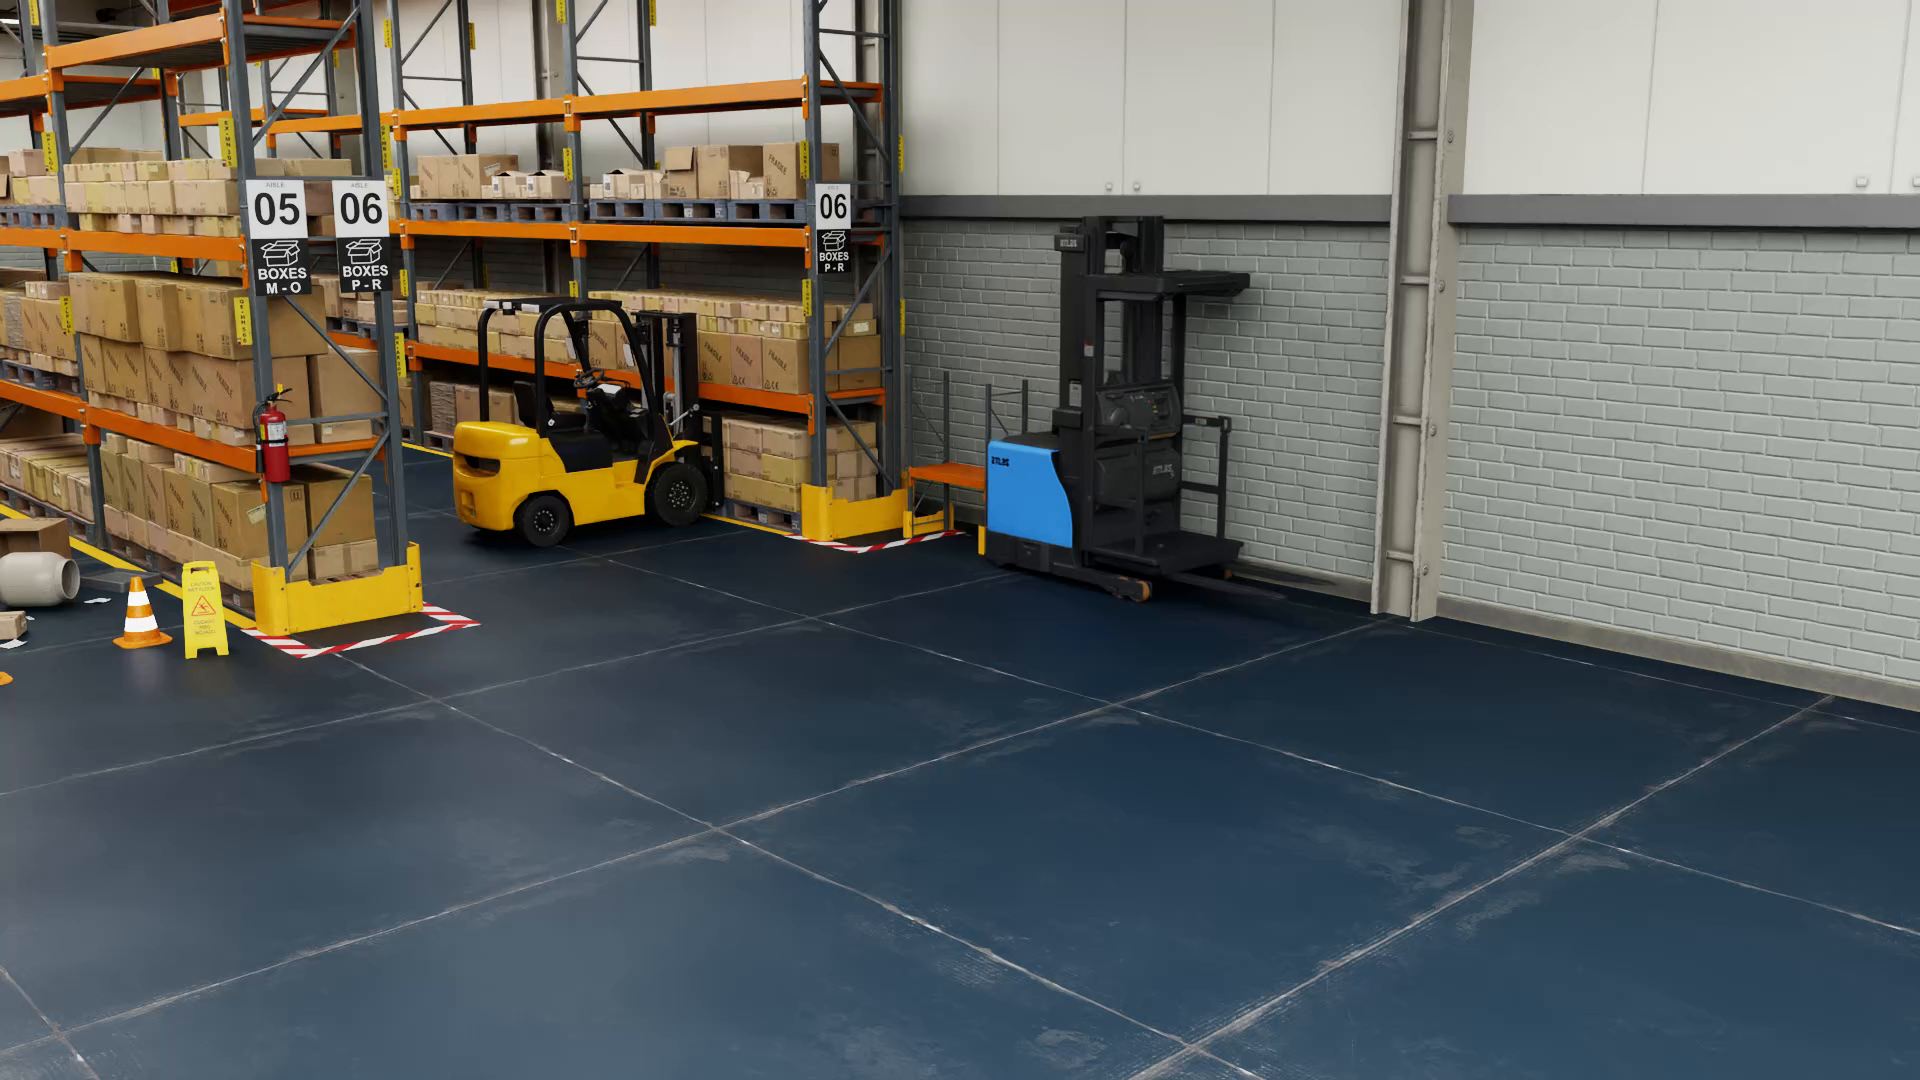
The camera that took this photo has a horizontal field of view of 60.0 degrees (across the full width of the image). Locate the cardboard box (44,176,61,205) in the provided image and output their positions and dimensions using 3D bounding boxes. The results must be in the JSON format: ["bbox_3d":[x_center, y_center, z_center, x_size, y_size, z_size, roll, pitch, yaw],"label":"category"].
[{"bbox_3d":[-7.822,-3.119,14.852,0.500,0.250,0.500,-11,16,-44],"label":"cardboard box"}]

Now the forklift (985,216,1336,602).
[{"bbox_3d":[1.576,-1.069,13.174,1.130,2.935,3.031,-10,15,-41],"label":"forklift"}]

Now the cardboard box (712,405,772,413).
[{"bbox_3d":[-2.194,-1.229,17.076,0.500,0.250,0.500,-11,16,-44],"label":"cardboard box"}]

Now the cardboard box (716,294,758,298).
[{"bbox_3d":[-2.275,-2.420,16.970,0.380,0.149,0.250,-10,15,-41],"label":"cardboard box"}]

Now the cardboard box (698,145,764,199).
[{"bbox_3d":[-2.081,-3.528,15.970,0.700,0.500,0.500,-11,16,-42],"label":"cardboard box"}]

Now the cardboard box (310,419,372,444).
[{"bbox_3d":[-4.637,-0.824,12.439,0.380,0.149,0.250,-11,16,-42],"label":"cardboard box"}]

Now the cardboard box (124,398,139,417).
[{"bbox_3d":[-6.766,-1.134,13.942,0.380,0.149,0.250,-10,15,-41],"label":"cardboard box"}]

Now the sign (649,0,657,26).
[{"bbox_3d":[-3.309,-5.692,17.869,0.100,0.325,0.005,-11,16,-43],"label":"sign"}]

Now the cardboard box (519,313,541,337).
[{"bbox_3d":[-4.611,-2.426,18.726,0.500,0.250,0.500,11,16,44],"label":"cardboard box"}]

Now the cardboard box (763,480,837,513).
[{"bbox_3d":[-1.518,-0.444,15.747,0.500,0.250,0.500,-11,16,-42],"label":"cardboard box"}]

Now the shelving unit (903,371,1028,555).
[{"bbox_3d":[0.053,-0.723,15.045,0.587,1.500,1.083,-11,16,-43],"label":"shelving unit"}]

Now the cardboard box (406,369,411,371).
[{"bbox_3d":[-7.374,-2.144,21.772,0.250,0.149,0.380,11,16,43],"label":"cardboard box"}]

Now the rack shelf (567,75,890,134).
[{"bbox_3d":[-2.346,-4.243,16.317,1.077,0.370,4.000,-11,16,-43],"label":"rack shelf"}]

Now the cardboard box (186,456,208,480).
[{"bbox_3d":[-5.767,-0.575,12.913,0.380,0.149,0.250,-11,16,-42],"label":"cardboard box"}]

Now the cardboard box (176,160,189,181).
[{"bbox_3d":[-5.641,-2.772,12.485,0.380,0.149,0.250,-11,16,-43],"label":"cardboard box"}]

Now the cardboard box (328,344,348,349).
[{"bbox_3d":[-5.038,-1.246,12.881,0.500,0.500,0.500,-10,15,-41],"label":"cardboard box"}]

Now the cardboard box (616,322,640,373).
[{"bbox_3d":[-3.238,-2.019,17.368,0.500,0.500,0.500,-11,16,-42],"label":"cardboard box"}]

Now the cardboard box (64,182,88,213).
[{"bbox_3d":[-7.208,-2.891,14.052,0.500,0.250,0.500,-11,16,-44],"label":"cardboard box"}]

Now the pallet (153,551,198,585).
[{"bbox_3d":[-5.978,0.184,13.832,1.003,0.211,1.213,-11,16,-43],"label":"pallet"}]

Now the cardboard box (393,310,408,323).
[{"bbox_3d":[-7.220,-2.854,21.249,0.380,0.149,0.250,-11,16,-42],"label":"cardboard box"}]

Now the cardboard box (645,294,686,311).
[{"bbox_3d":[-2.991,-2.422,16.978,0.380,0.149,0.250,-11,16,-43],"label":"cardboard box"}]

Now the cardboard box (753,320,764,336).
[{"bbox_3d":[-1.739,-2.019,15.760,0.380,0.149,0.250,-11,16,-42],"label":"cardboard box"}]

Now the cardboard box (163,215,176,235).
[{"bbox_3d":[-5.865,-2.419,12.745,0.250,0.149,0.380,11,16,44],"label":"cardboard box"}]

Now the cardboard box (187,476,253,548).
[{"bbox_3d":[-5.657,-0.251,12.951,0.500,0.500,0.500,-10,15,-40],"label":"cardboard box"}]

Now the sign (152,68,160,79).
[{"bbox_3d":[-12.406,-7.255,25.652,0.100,0.325,0.005,-11,16,-43],"label":"sign"}]

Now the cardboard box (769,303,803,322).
[{"bbox_3d":[-1.557,-2.128,15.552,0.380,0.149,0.250,-11,16,-42],"label":"cardboard box"}]

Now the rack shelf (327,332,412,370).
[{"bbox_3d":[-7.870,-2.668,22.549,1.077,0.370,4.000,-11,16,-43],"label":"rack shelf"}]

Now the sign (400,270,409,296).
[{"bbox_3d":[-6.875,-3.180,20.577,0.100,0.325,0.005,-11,16,-43],"label":"sign"}]

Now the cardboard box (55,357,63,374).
[{"bbox_3d":[-8.039,-1.613,15.226,0.250,0.149,0.380,11,16,43],"label":"cardboard box"}]

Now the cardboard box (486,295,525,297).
[{"bbox_3d":[-5.334,-2.796,19.533,0.380,0.149,0.250,-11,16,-43],"label":"cardboard box"}]

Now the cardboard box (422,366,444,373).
[{"bbox_3d":[-7.018,-2.215,22.113,0.380,0.149,0.250,-11,16,-42],"label":"cardboard box"}]

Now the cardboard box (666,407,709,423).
[{"bbox_3d":[-2.922,-1.232,17.092,0.500,0.250,0.500,-10,15,-41],"label":"cardboard box"}]

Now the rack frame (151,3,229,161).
[{"bbox_3d":[-12.014,-6.834,26.122,1.000,3.000,0.127,-11,16,-43],"label":"rack frame"}]

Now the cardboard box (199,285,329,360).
[{"bbox_3d":[-5.063,-1.597,12.106,0.500,0.500,0.700,11,16,44],"label":"cardboard box"}]

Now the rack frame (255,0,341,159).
[{"bbox_3d":[-9.252,-6.251,23.288,1.000,3.000,0.127,-11,16,-43],"label":"rack frame"}]

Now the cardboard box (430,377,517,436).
[{"bbox_3d":[-6.068,-1.678,20.806,0.875,0.625,0.625,-10,15,-41],"label":"cardboard box"}]

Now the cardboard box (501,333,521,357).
[{"bbox_3d":[-4.936,-2.258,19.146,0.500,0.250,0.500,-11,16,-42],"label":"cardboard box"}]

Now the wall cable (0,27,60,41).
[{"bbox_3d":[-17.147,-7.438,28.961,2.988,3.039,0.133,-11,16,-43],"label":"wall cable"}]

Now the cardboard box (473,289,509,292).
[{"bbox_3d":[-5.857,-3.053,20.781,0.380,0.149,0.250,-10,16,-41],"label":"cardboard box"}]

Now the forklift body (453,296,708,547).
[{"bbox_3d":[-3.594,-1.168,15.588,2.313,2.155,1.214,-11,16,-43],"label":"forklift body"}]

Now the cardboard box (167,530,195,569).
[{"bbox_3d":[-6.022,0.040,13.398,0.500,0.250,0.500,11,16,43],"label":"cardboard box"}]

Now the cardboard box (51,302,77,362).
[{"bbox_3d":[-7.799,-1.888,14.956,0.500,0.500,0.500,-11,16,-44],"label":"cardboard box"}]

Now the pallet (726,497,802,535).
[{"bbox_3d":[-1.523,-0.301,16.188,1.003,0.211,1.213,-11,16,-43],"label":"pallet"}]

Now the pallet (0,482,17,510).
[{"bbox_3d":[-9.538,-0.556,17.427,1.003,0.211,1.213,-11,16,-43],"label":"pallet"}]

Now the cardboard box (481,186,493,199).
[{"bbox_3d":[-5.239,-3.976,19.016,0.380,0.149,0.250,-11,16,-43],"label":"cardboard box"}]

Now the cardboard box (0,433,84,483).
[{"bbox_3d":[-9.694,-0.871,17.516,0.625,0.372,0.950,10,16,41],"label":"cardboard box"}]

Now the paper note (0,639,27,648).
[{"bbox_3d":[-6.644,0.725,11.656,0.142,0.019,0.148,6,13,26],"label":"paper note"}]

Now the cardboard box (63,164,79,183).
[{"bbox_3d":[-7.333,-3.098,14.065,0.380,0.149,0.250,-11,16,-44],"label":"cardboard box"}]

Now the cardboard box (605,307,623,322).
[{"bbox_3d":[-3.517,-2.391,17.565,0.380,0.149,0.250,-10,16,-41],"label":"cardboard box"}]

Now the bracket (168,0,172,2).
[{"bbox_3d":[-13.194,-9.006,27.744,0.235,0.232,0.430,-11,16,-43],"label":"bracket"}]
